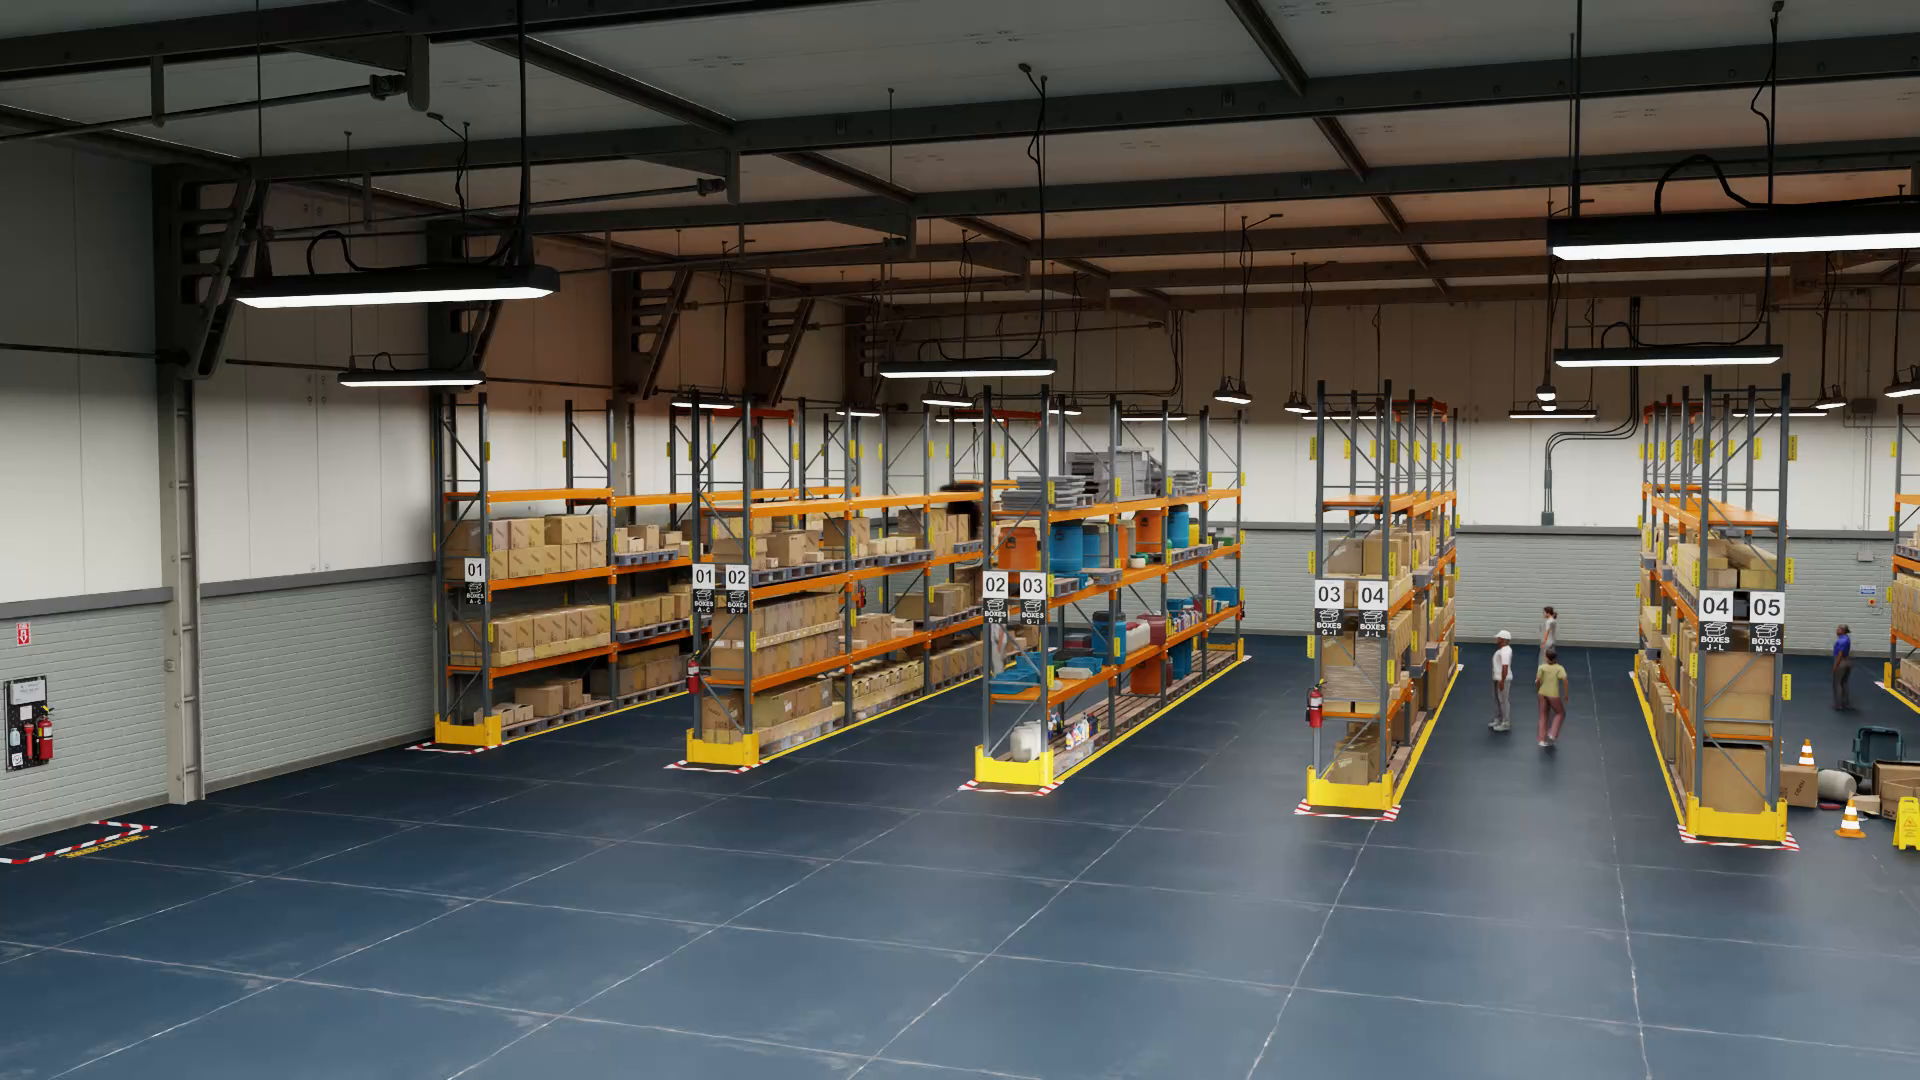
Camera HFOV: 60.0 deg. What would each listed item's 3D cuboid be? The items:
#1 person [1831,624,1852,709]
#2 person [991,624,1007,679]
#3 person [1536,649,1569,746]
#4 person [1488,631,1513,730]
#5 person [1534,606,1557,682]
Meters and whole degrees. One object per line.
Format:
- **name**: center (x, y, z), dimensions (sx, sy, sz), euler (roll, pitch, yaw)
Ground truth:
- **person**: center (17.145, 2.473, 32.398), dimensions (0.494, 1.653, 0.369), euler (-2, 3, -29)
- **person**: center (0.761, 2.176, 34.884), dimensions (0.457, 1.779, 0.610), euler (0, 3, 1)
- **person**: center (10.019, 2.708, 28.260), dimensions (0.452, 1.714, 0.585), euler (-2, 4, -38)
- **person**: center (9.758, 2.514, 29.946), dimensions (0.415, 1.771, 0.614), euler (0, 3, -1)
- **person**: center (12.626, 2.259, 35.834), dimensions (0.425, 1.683, 0.498), euler (3, 4, 40)
